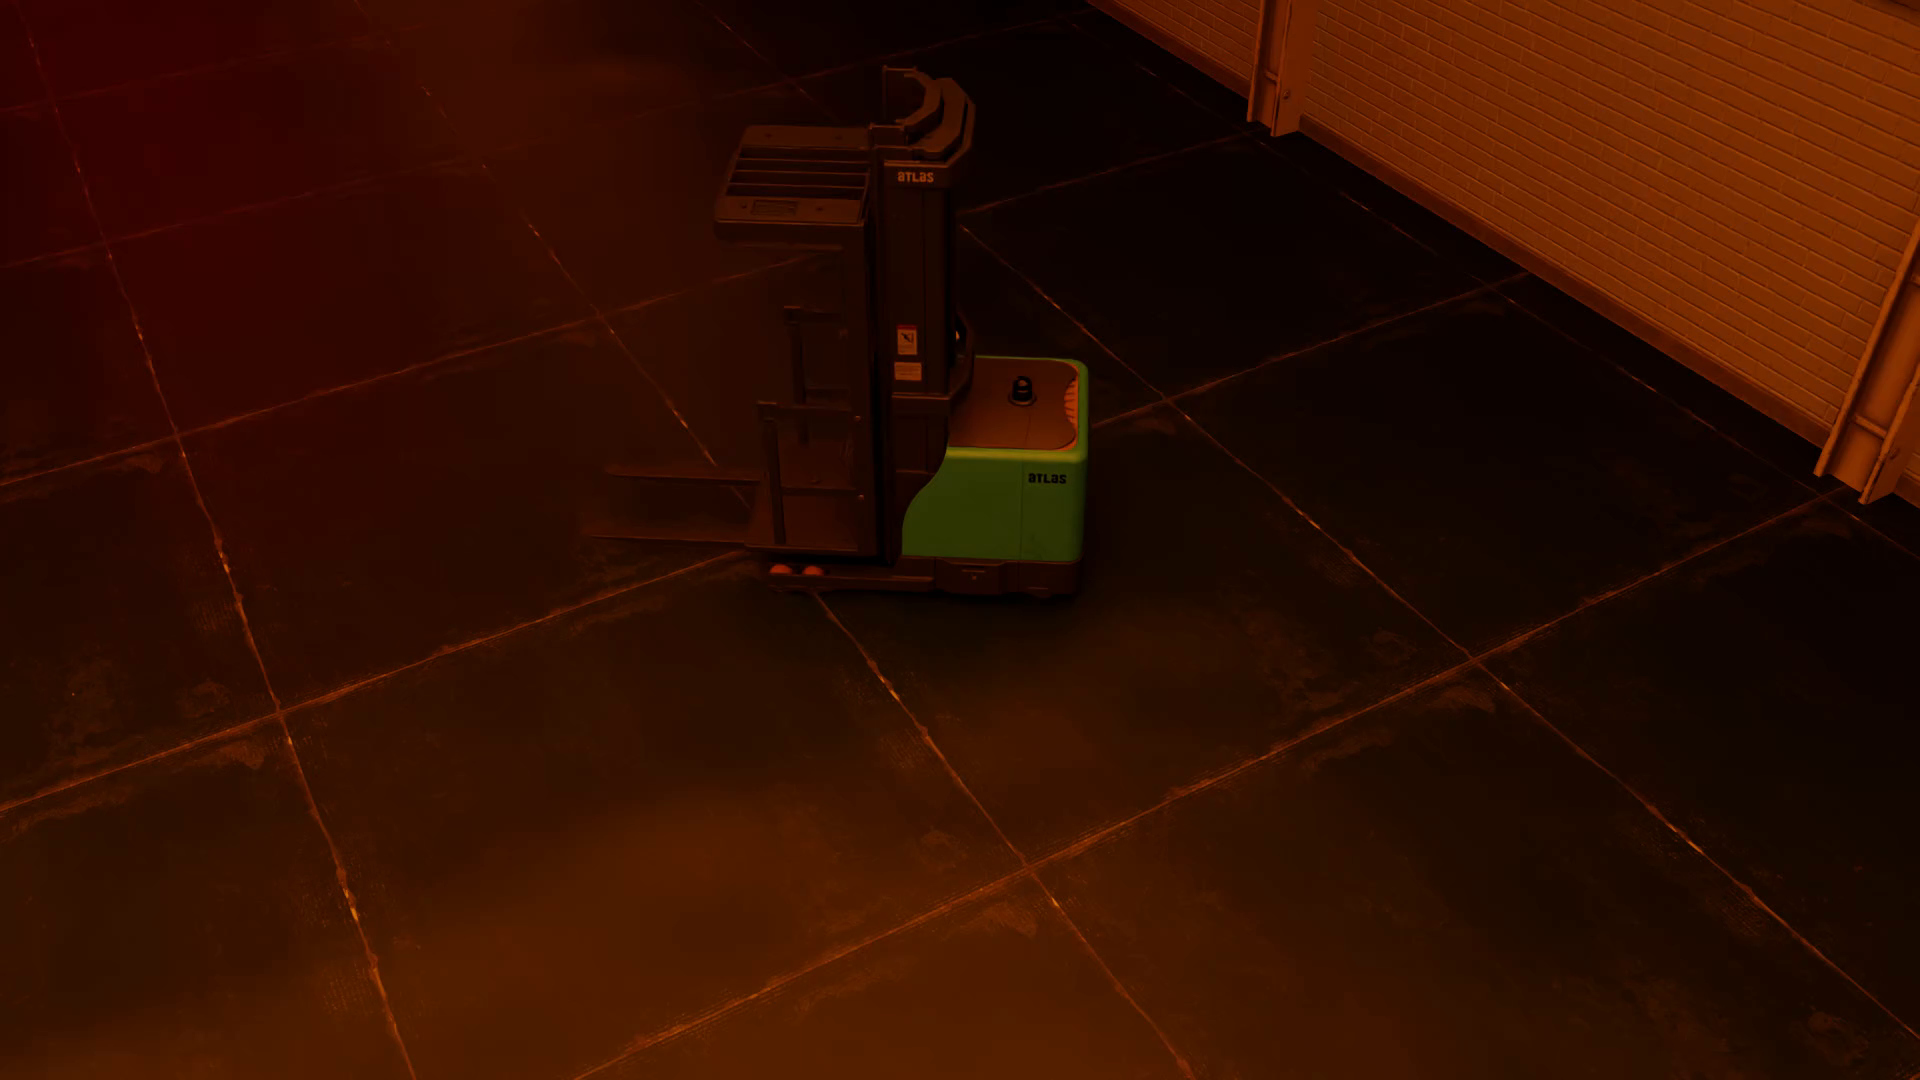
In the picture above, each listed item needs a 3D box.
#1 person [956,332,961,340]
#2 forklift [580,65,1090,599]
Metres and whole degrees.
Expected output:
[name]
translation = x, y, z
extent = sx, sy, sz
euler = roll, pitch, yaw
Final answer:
[person]
translation = -0.228, -2.244, 11.656
extent = 0.517, 1.764, 0.763
euler = -5, 40, -6
[forklift]
translation = -0.758, -1.143, 9.414
extent = 3.031, 2.935, 1.130
euler = 2, 40, 3
